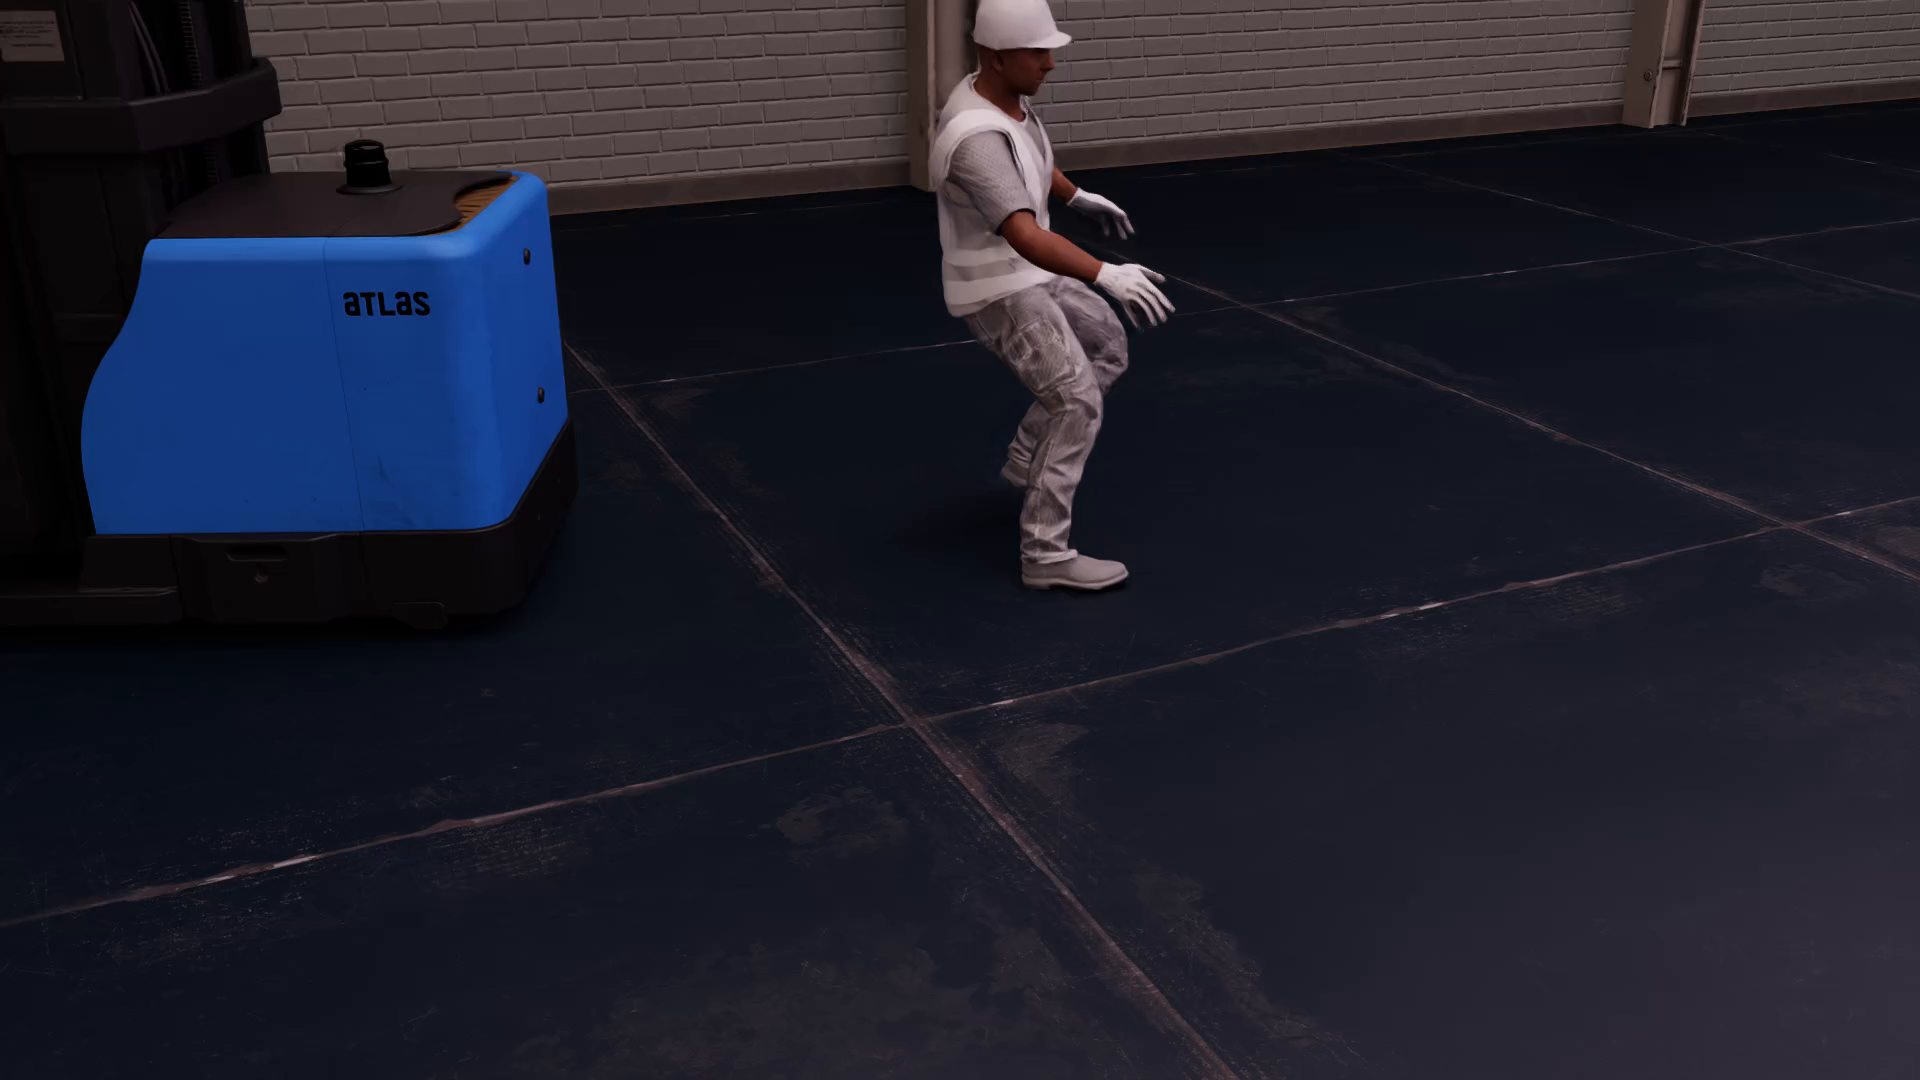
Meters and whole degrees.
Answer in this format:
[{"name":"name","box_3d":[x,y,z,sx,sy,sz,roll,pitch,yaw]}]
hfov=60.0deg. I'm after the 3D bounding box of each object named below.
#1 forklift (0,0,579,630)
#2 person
[{"name":"forklift","box_3d":[-2.718,-1.271,4.345,3.031,2.935,1.130,-1,23,-2]},{"name":"person","box_3d":[0.286,-0.760,4.824,0.713,1.627,0.872,4,23,9]}]
